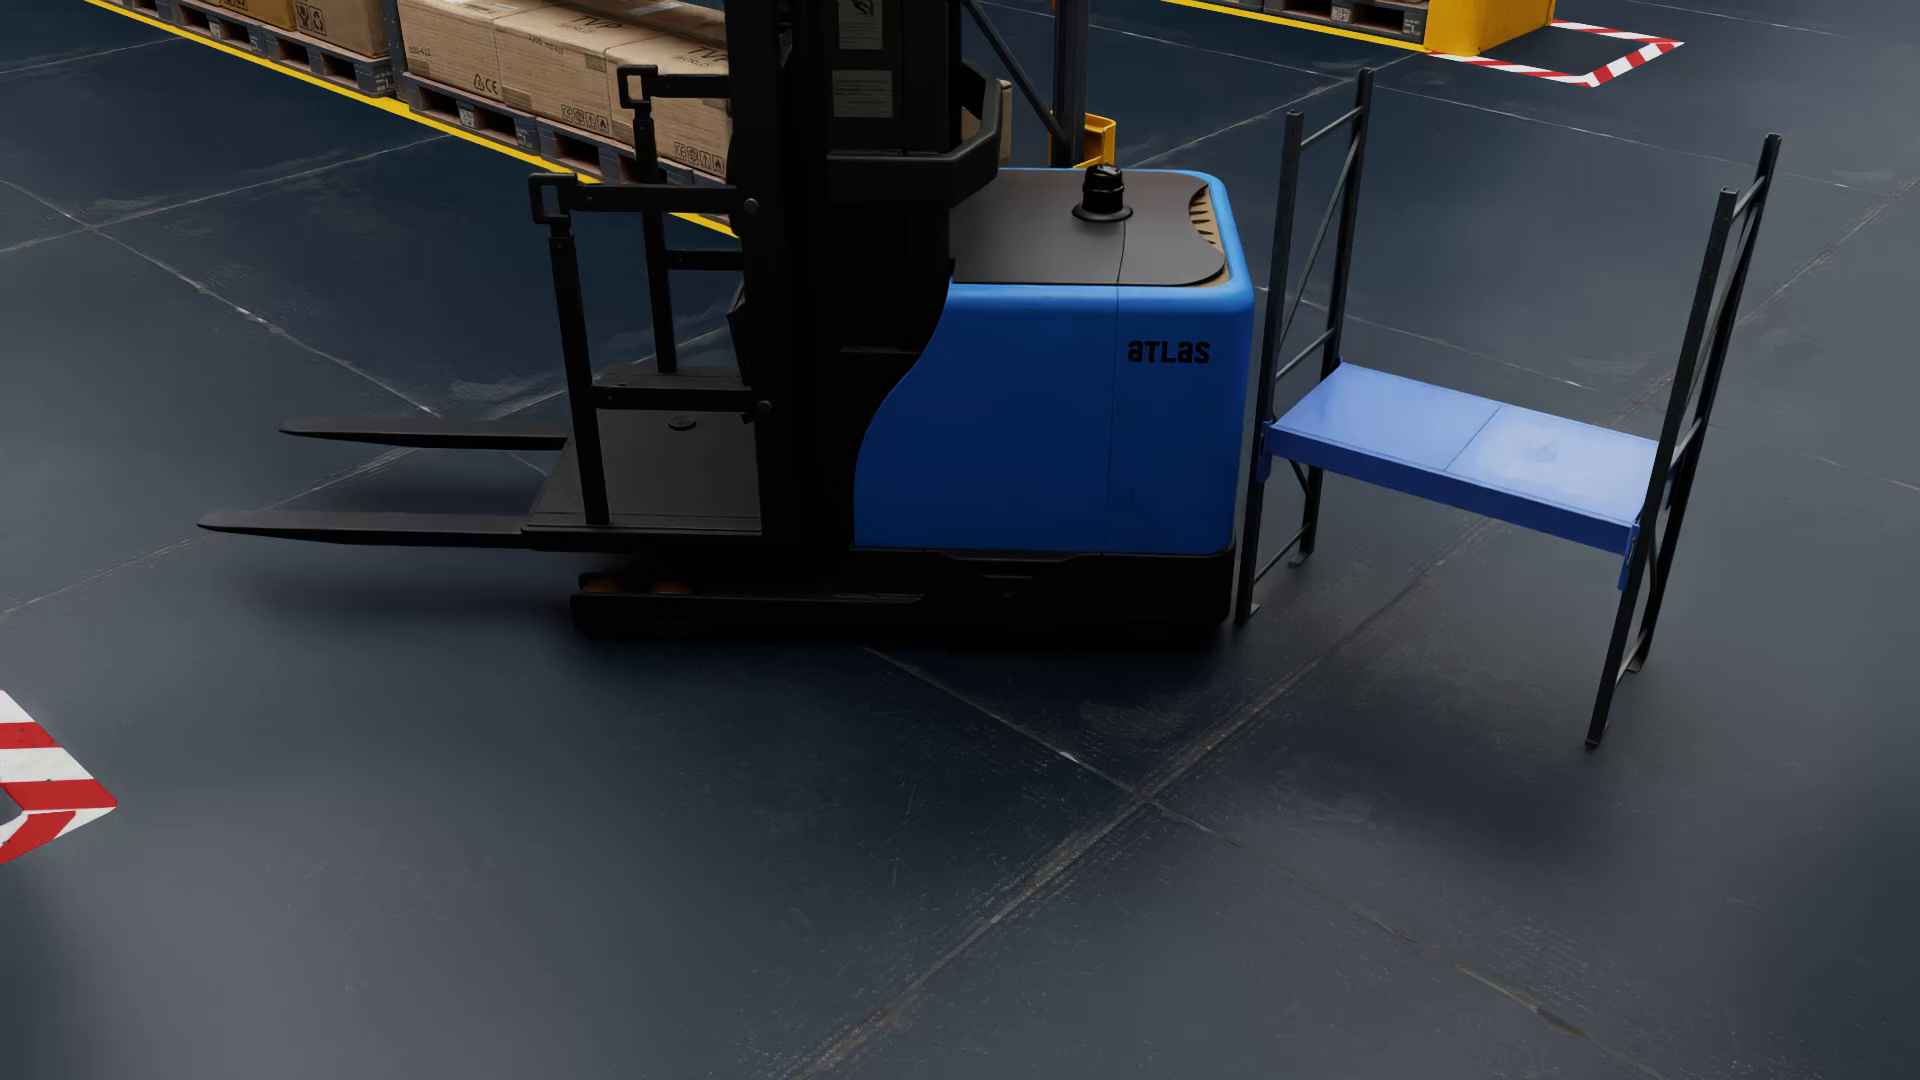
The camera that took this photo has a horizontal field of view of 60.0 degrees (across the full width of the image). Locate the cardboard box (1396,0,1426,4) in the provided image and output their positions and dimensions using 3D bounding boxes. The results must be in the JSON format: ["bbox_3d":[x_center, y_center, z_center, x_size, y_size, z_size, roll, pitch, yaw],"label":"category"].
[{"bbox_3d":[2.894,-3.535,10.571,0.250,0.149,0.380,26,40,36],"label":"cardboard box"}]

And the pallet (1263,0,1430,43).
[{"bbox_3d":[2.789,-3.600,11.026,1.213,0.211,1.003,25,39,35],"label":"pallet"}]

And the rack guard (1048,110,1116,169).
[{"bbox_3d":[0.196,-1.467,7.202,0.348,0.500,1.175,25,39,35],"label":"rack guard"}]

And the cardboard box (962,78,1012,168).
[{"bbox_3d":[-0.379,-1.819,7.440,0.875,0.438,0.875,24,38,34],"label":"cardboard box"}]

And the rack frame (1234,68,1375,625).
[{"bbox_3d":[0.953,-0.507,4.638,0.032,1.500,0.500,19,36,29],"label":"rack frame"}]

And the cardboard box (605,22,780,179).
[{"bbox_3d":[-1.063,-2.132,7.960,0.875,0.438,0.875,26,40,36],"label":"cardboard box"}]

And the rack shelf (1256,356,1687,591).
[{"bbox_3d":[1.374,-0.206,4.487,1.000,0.185,0.538,19,36,29],"label":"rack shelf"}]

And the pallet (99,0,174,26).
[{"bbox_3d":[-5.220,-3.819,11.388,1.213,0.211,1.003,25,39,35],"label":"pallet"}]

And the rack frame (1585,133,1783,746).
[{"bbox_3d":[1.795,-0.214,4.151,0.032,1.500,0.500,19,36,29],"label":"rack frame"}]

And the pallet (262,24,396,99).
[{"bbox_3d":[-3.411,-2.974,9.986,1.213,0.211,1.003,25,39,35],"label":"pallet"}]

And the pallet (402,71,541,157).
[{"bbox_3d":[-2.277,-2.443,9.103,1.213,0.211,1.003,25,39,35],"label":"pallet"}]

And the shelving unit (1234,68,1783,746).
[{"bbox_3d":[1.374,-0.360,4.395,1.048,1.500,0.538,19,36,29],"label":"shelving unit"}]

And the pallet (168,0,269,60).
[{"bbox_3d":[-4.319,-3.396,10.687,1.213,0.211,1.003,25,39,35],"label":"pallet"}]

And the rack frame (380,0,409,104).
[{"bbox_3d":[-2.788,-3.931,8.871,0.127,3.000,1.000,25,39,35],"label":"rack frame"}]

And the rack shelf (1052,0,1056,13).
[{"bbox_3d":[-1.305,-2.930,7.906,4.000,0.370,1.077,25,39,35],"label":"rack shelf"}]

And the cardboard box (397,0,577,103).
[{"bbox_3d":[-2.395,-2.754,8.994,0.875,0.438,0.875,24,39,34],"label":"cardboard box"}]

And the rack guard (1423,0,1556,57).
[{"bbox_3d":[3.368,-3.429,10.462,0.348,0.500,1.175,25,39,35],"label":"rack guard"}]

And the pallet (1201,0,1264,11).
[{"bbox_3d":[1.889,-4.023,11.727,1.213,0.211,1.003,25,39,35],"label":"pallet"}]

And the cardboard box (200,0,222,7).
[{"bbox_3d":[-4.639,-4.003,10.645,0.875,0.875,0.875,26,39,36],"label":"cardboard box"}]

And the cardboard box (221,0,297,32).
[{"bbox_3d":[-3.976,-3.694,10.130,0.875,0.875,0.875,26,40,36],"label":"cardboard box"}]

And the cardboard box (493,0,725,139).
[{"bbox_3d":[-1.730,-2.445,8.480,0.875,0.438,0.875,24,38,34],"label":"cardboard box"}]

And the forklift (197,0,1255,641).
[{"bbox_3d":[-0.721,-1.245,4.477,3.031,2.935,1.130,1,31,2],"label":"forklift"}]

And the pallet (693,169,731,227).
[{"bbox_3d":[-0.468,-1.598,7.700,1.213,0.211,1.003,25,39,35],"label":"pallet"}]

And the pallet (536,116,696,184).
[{"bbox_3d":[-1.368,-2.021,8.402,1.213,0.211,1.003,25,39,35],"label":"pallet"}]

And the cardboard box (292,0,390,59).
[{"bbox_3d":[-3.301,-3.384,9.616,0.875,0.875,0.875,26,40,36],"label":"cardboard box"}]

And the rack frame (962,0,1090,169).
[{"bbox_3d":[0.178,-2.546,6.571,0.127,3.000,1.000,25,39,35],"label":"rack frame"}]
